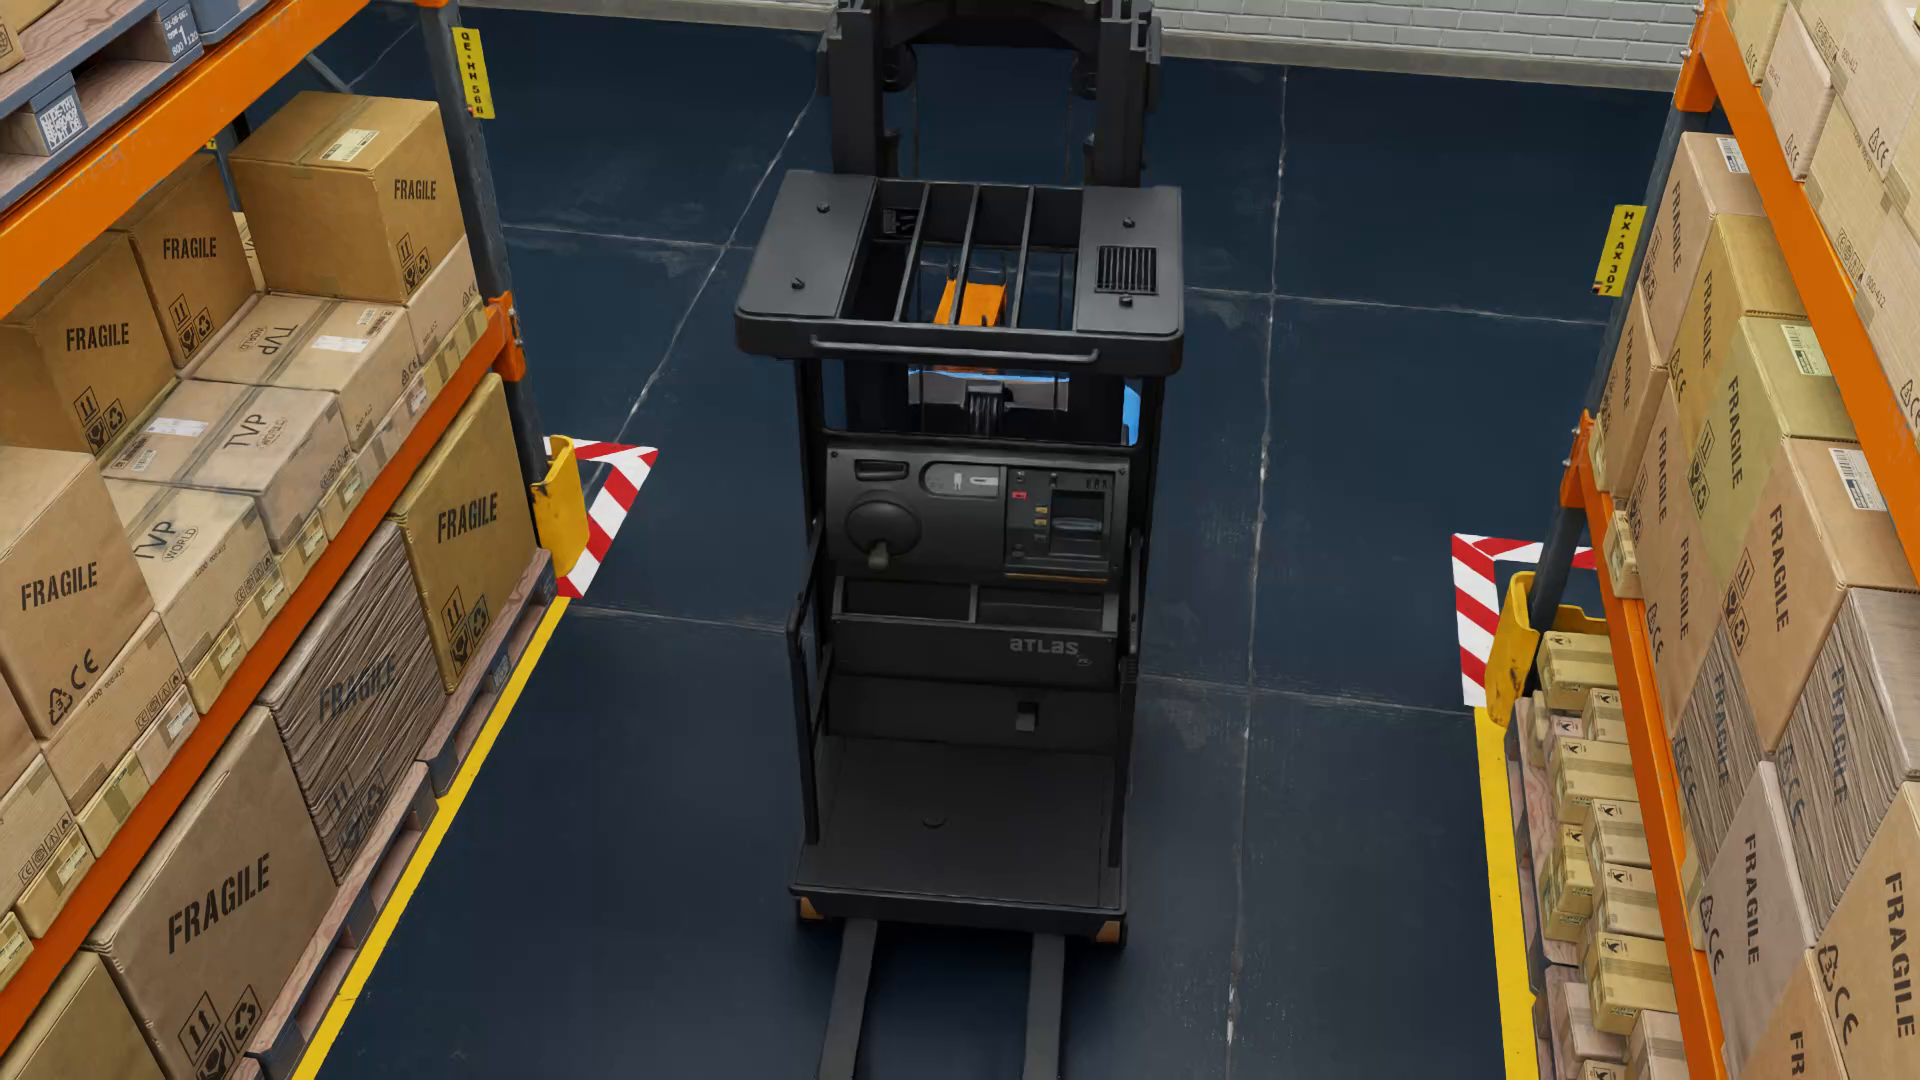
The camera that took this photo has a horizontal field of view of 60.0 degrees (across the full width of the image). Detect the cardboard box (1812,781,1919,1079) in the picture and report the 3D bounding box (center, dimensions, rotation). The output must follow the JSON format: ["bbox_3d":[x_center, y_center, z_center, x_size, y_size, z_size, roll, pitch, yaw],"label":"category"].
[{"bbox_3d":[1.858,0.788,2.846,0.500,0.500,0.500,5,40,6],"label":"cardboard box"}]

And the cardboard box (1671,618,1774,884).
[{"bbox_3d":[2.055,0.530,3.943,0.500,0.500,0.500,5,40,7],"label":"cardboard box"}]

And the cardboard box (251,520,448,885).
[{"bbox_3d":[-2.406,0.495,5.635,0.875,0.875,0.875,6,40,8],"label":"cardboard box"}]

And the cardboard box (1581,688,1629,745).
[{"bbox_3d":[2.297,0.652,5.549,0.380,0.149,0.250,7,40,8],"label":"cardboard box"}]

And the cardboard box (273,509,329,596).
[{"bbox_3d":[-2.173,0.017,5.073,0.380,0.149,0.250,7,40,8],"label":"cardboard box"}]

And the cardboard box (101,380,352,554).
[{"bbox_3d":[-2.215,-0.230,5.058,0.500,0.250,0.500,5,40,6],"label":"cardboard box"}]

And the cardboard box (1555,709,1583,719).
[{"bbox_3d":[2.308,0.589,5.858,0.380,0.149,0.250,8,40,10],"label":"cardboard box"}]

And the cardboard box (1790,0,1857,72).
[{"bbox_3d":[2.230,-1.250,3.779,0.500,0.250,0.500,6,40,7],"label":"cardboard box"}]

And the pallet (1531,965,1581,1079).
[{"bbox_3d":[2.249,1.858,4.837,1.003,0.211,1.213,6,40,8],"label":"pallet"}]

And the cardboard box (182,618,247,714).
[{"bbox_3d":[-2.262,0.336,4.687,0.380,0.149,0.250,5,40,6],"label":"cardboard box"}]

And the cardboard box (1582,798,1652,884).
[{"bbox_3d":[2.166,0.961,5.175,0.380,0.149,0.250,5,40,5],"label":"cardboard box"}]

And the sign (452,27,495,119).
[{"bbox_3d":[-1.684,-1.613,5.752,0.100,0.325,0.005,6,40,8],"label":"sign"}]

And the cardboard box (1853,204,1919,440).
[{"bbox_3d":[2.050,-0.401,3.144,0.500,0.250,0.500,6,40,7],"label":"cardboard box"}]

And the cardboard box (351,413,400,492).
[{"bbox_3d":[-2.086,-0.309,5.467,0.380,0.149,0.250,7,40,8],"label":"cardboard box"}]

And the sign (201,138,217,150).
[{"bbox_3d":[-2.762,-1.573,6.057,0.100,0.325,0.005,6,40,8],"label":"sign"}]

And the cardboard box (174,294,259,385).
[{"bbox_3d":[-2.649,-0.602,5.509,0.500,0.250,0.500,6,40,7],"label":"cardboard box"}]

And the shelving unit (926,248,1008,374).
[{"bbox_3d":[0.029,-0.566,6.993,0.258,1.200,0.503,6,40,8],"label":"shelving unit"}]

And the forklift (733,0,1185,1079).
[{"bbox_3d":[0.032,-0.004,4.955,1.130,2.935,3.031,4,40,4],"label":"forklift"}]

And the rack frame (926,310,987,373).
[{"bbox_3d":[-0.014,-0.413,6.808,0.240,1.200,0.015,6,40,8],"label":"rack frame"}]

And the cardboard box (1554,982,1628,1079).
[{"bbox_3d":[2.013,1.493,4.998,0.380,0.149,0.250,5,40,6],"label":"cardboard box"}]

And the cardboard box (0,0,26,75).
[{"bbox_3d":[-2.505,-1.176,3.477,0.700,0.500,0.500,8,40,10],"label":"cardboard box"}]

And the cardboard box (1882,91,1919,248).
[{"bbox_3d":[2.045,-0.616,3.013,0.500,0.250,0.500,5,40,6],"label":"cardboard box"}]

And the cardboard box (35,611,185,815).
[{"bbox_3d":[-2.394,0.406,4.289,0.500,0.250,0.500,7,40,9],"label":"cardboard box"}]

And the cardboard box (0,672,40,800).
[{"bbox_3d":[-2.481,0.440,3.659,0.500,0.500,0.500,6,40,8],"label":"cardboard box"}]

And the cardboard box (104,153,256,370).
[{"bbox_3d":[-2.652,-0.904,5.286,0.500,0.500,0.500,5,40,7],"label":"cardboard box"}]

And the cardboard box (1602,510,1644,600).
[{"bbox_3d":[2.170,0.058,5.023,0.380,0.149,0.250,5,40,6],"label":"cardboard box"}]

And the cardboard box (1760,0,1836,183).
[{"bbox_3d":[2.226,-1.048,3.927,0.500,0.250,0.500,8,40,9],"label":"cardboard box"}]

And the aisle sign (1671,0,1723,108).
[{"bbox_3d":[2.369,-1.614,4.808,0.394,0.787,0.004,6,40,8],"label":"aisle sign"}]

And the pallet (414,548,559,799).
[{"bbox_3d":[-2.278,0.441,6.551,1.003,0.211,1.213,6,40,8],"label":"pallet"}]

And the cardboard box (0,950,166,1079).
[{"bbox_3d":[-2.715,1.618,4.277,0.875,0.875,0.875,6,40,8],"label":"cardboard box"}]

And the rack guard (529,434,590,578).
[{"bbox_3d":[-2.212,-0.196,7.094,1.175,0.500,0.348,6,40,8],"label":"rack guard"}]

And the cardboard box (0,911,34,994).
[{"bbox_3d":[-2.439,0.984,3.903,0.380,0.149,0.250,8,40,9],"label":"cardboard box"}]

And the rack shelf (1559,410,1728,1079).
[{"bbox_3d":[2.305,0.999,4.252,1.077,0.370,4.000,6,40,8],"label":"rack shelf"}]

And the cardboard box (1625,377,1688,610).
[{"bbox_3d":[2.234,-0.097,4.701,0.500,0.500,0.500,6,40,8],"label":"cardboard box"}]

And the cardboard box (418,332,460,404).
[{"bbox_3d":[-1.997,-0.624,5.848,0.380,0.149,0.250,7,40,8],"label":"cardboard box"}]

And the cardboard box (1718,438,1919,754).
[{"bbox_3d":[2.034,0.142,3.628,0.500,0.500,0.500,5,40,6],"label":"cardboard box"}]

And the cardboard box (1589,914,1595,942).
[{"bbox_3d":[2.146,1.244,5.065,0.380,0.149,0.250,5,40,6],"label":"cardboard box"}]

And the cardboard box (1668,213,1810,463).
[{"bbox_3d":[2.231,-0.502,4.407,0.500,0.500,0.500,7,40,9],"label":"cardboard box"}]

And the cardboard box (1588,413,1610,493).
[{"bbox_3d":[2.272,-0.270,5.419,0.380,0.149,0.250,6,40,7],"label":"cardboard box"}]

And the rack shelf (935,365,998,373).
[{"bbox_3d":[0.029,-0.687,6.894,0.258,0.148,0.480,6,40,8],"label":"rack shelf"}]

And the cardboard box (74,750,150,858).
[{"bbox_3d":[-2.351,0.658,4.297,0.380,0.149,0.250,6,40,7],"label":"cardboard box"}]

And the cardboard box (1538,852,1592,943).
[{"bbox_3d":[2.092,1.175,5.382,0.380,0.149,0.250,7,40,8],"label":"cardboard box"}]

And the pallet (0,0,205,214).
[{"bbox_3d":[-2.543,-1.031,3.859,1.003,0.211,1.213,6,40,8],"label":"pallet"}]

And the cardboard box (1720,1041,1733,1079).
[{"bbox_3d":[1.907,1.201,3.641,0.380,0.149,0.250,5,40,6],"label":"cardboard box"}]

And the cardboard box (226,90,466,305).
[{"bbox_3d":[-2.042,-1.155,5.589,0.500,0.500,0.500,7,40,8],"label":"cardboard box"}]

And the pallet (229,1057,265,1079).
[{"bbox_3d":[-2.700,1.973,4.698,1.003,0.211,1.213,6,40,8],"label":"pallet"}]

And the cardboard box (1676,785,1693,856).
[{"bbox_3d":[2.053,0.715,4.228,0.380,0.149,0.250,8,40,9],"label":"cardboard box"}]

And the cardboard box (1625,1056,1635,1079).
[{"bbox_3d":[2.083,1.588,4.650,0.380,0.149,0.250,8,40,10],"label":"cardboard box"}]

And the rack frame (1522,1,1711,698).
[{"bbox_3d":[2.651,-0.533,5.541,1.000,3.000,0.127,6,40,8],"label":"rack frame"}]

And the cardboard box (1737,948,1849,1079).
[{"bbox_3d":[1.856,1.163,3.177,0.500,0.500,0.500,5,40,6],"label":"cardboard box"}]

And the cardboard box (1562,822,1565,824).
[{"bbox_3d":[2.281,0.870,5.751,0.380,0.149,0.250,6,40,7],"label":"cardboard box"}]

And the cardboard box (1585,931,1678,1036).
[{"bbox_3d":[2.018,1.294,4.772,0.380,0.149,0.250,7,40,8],"label":"cardboard box"}]

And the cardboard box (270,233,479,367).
[{"bbox_3d":[-2.039,-0.867,5.829,0.500,0.250,0.500,6,40,7],"label":"cardboard box"}]
